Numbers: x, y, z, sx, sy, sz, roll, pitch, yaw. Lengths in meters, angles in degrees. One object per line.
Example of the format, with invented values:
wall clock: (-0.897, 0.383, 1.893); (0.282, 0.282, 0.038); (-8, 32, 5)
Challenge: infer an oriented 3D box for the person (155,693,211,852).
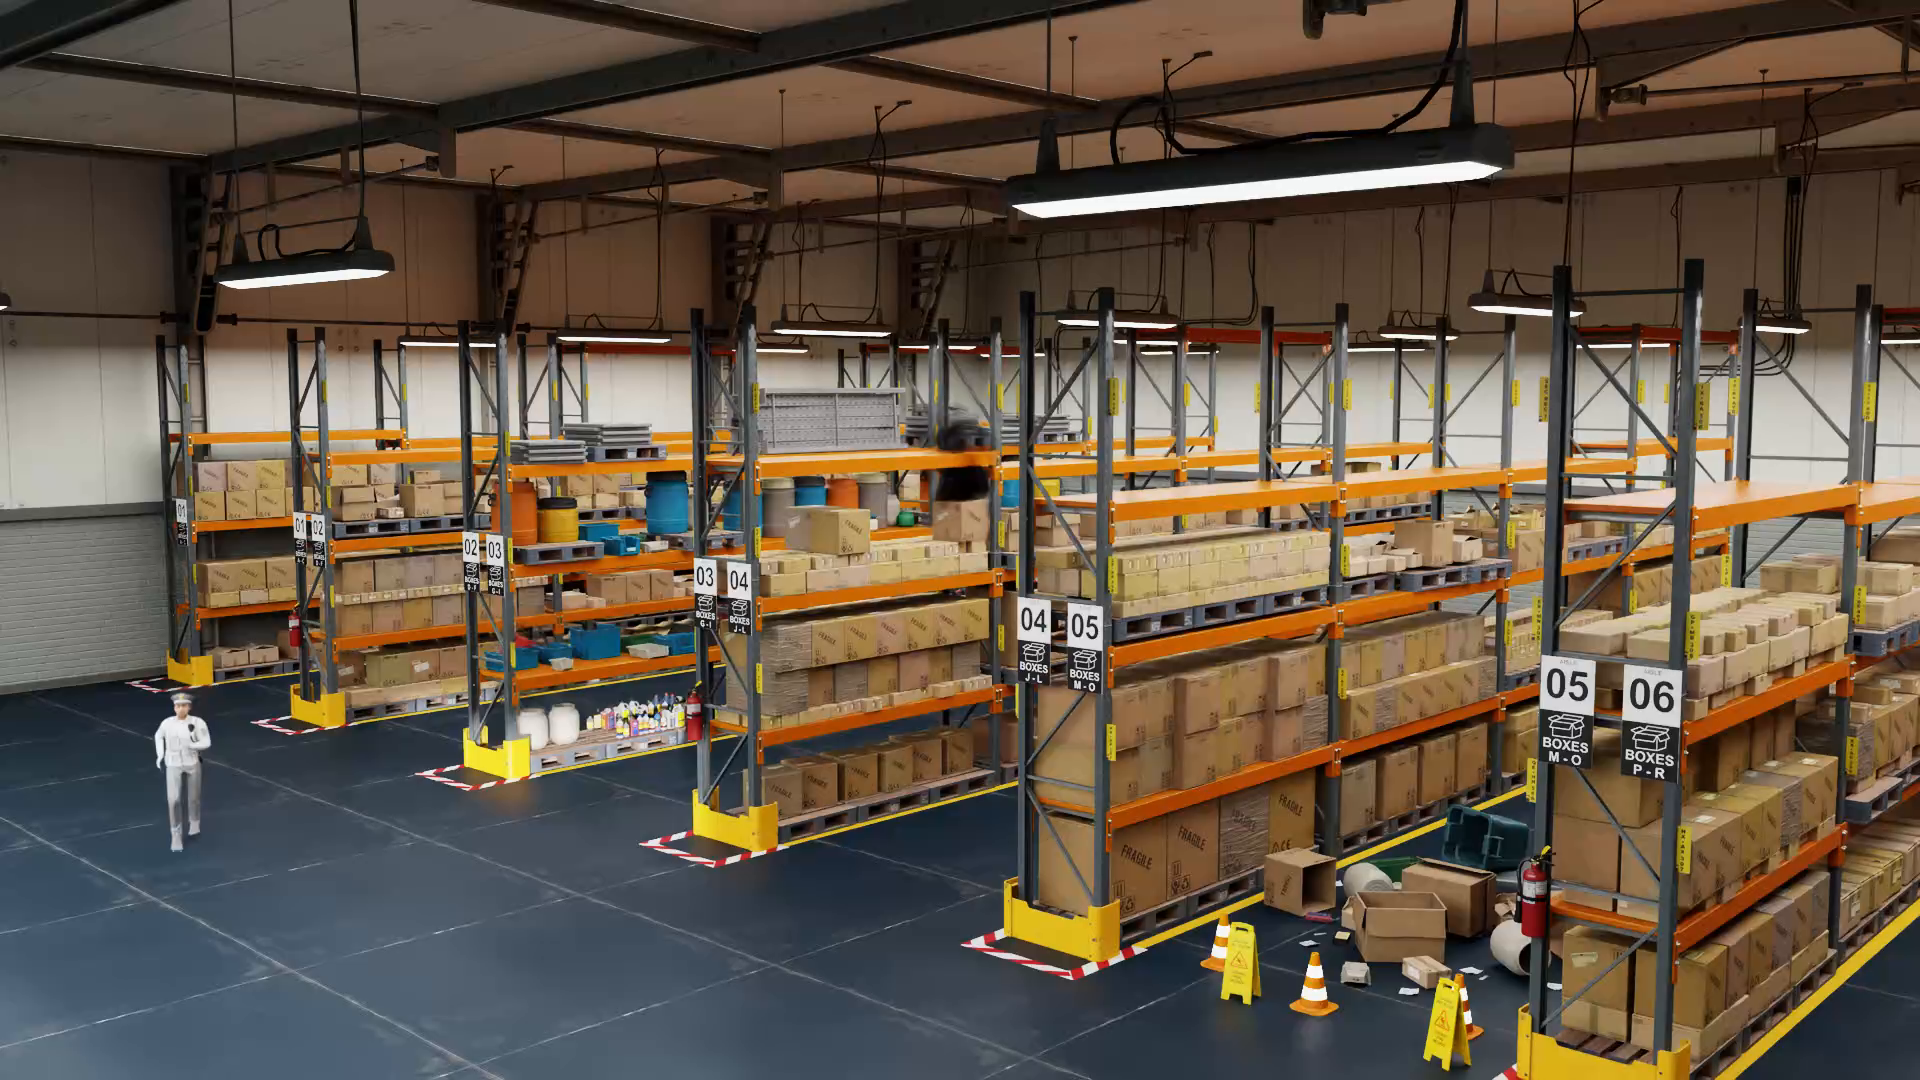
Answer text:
person: (-8.705, 2.571, 18.654); (0.583, 1.750, 0.746); (-2, 6, -22)

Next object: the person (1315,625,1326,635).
person: (5.305, 2.067, 24.418); (0.579, 1.654, 0.791); (4, 7, 35)

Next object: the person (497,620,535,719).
person: (-6.592, 2.039, 24.344); (0.645, 1.733, 0.651); (3, 6, 31)
